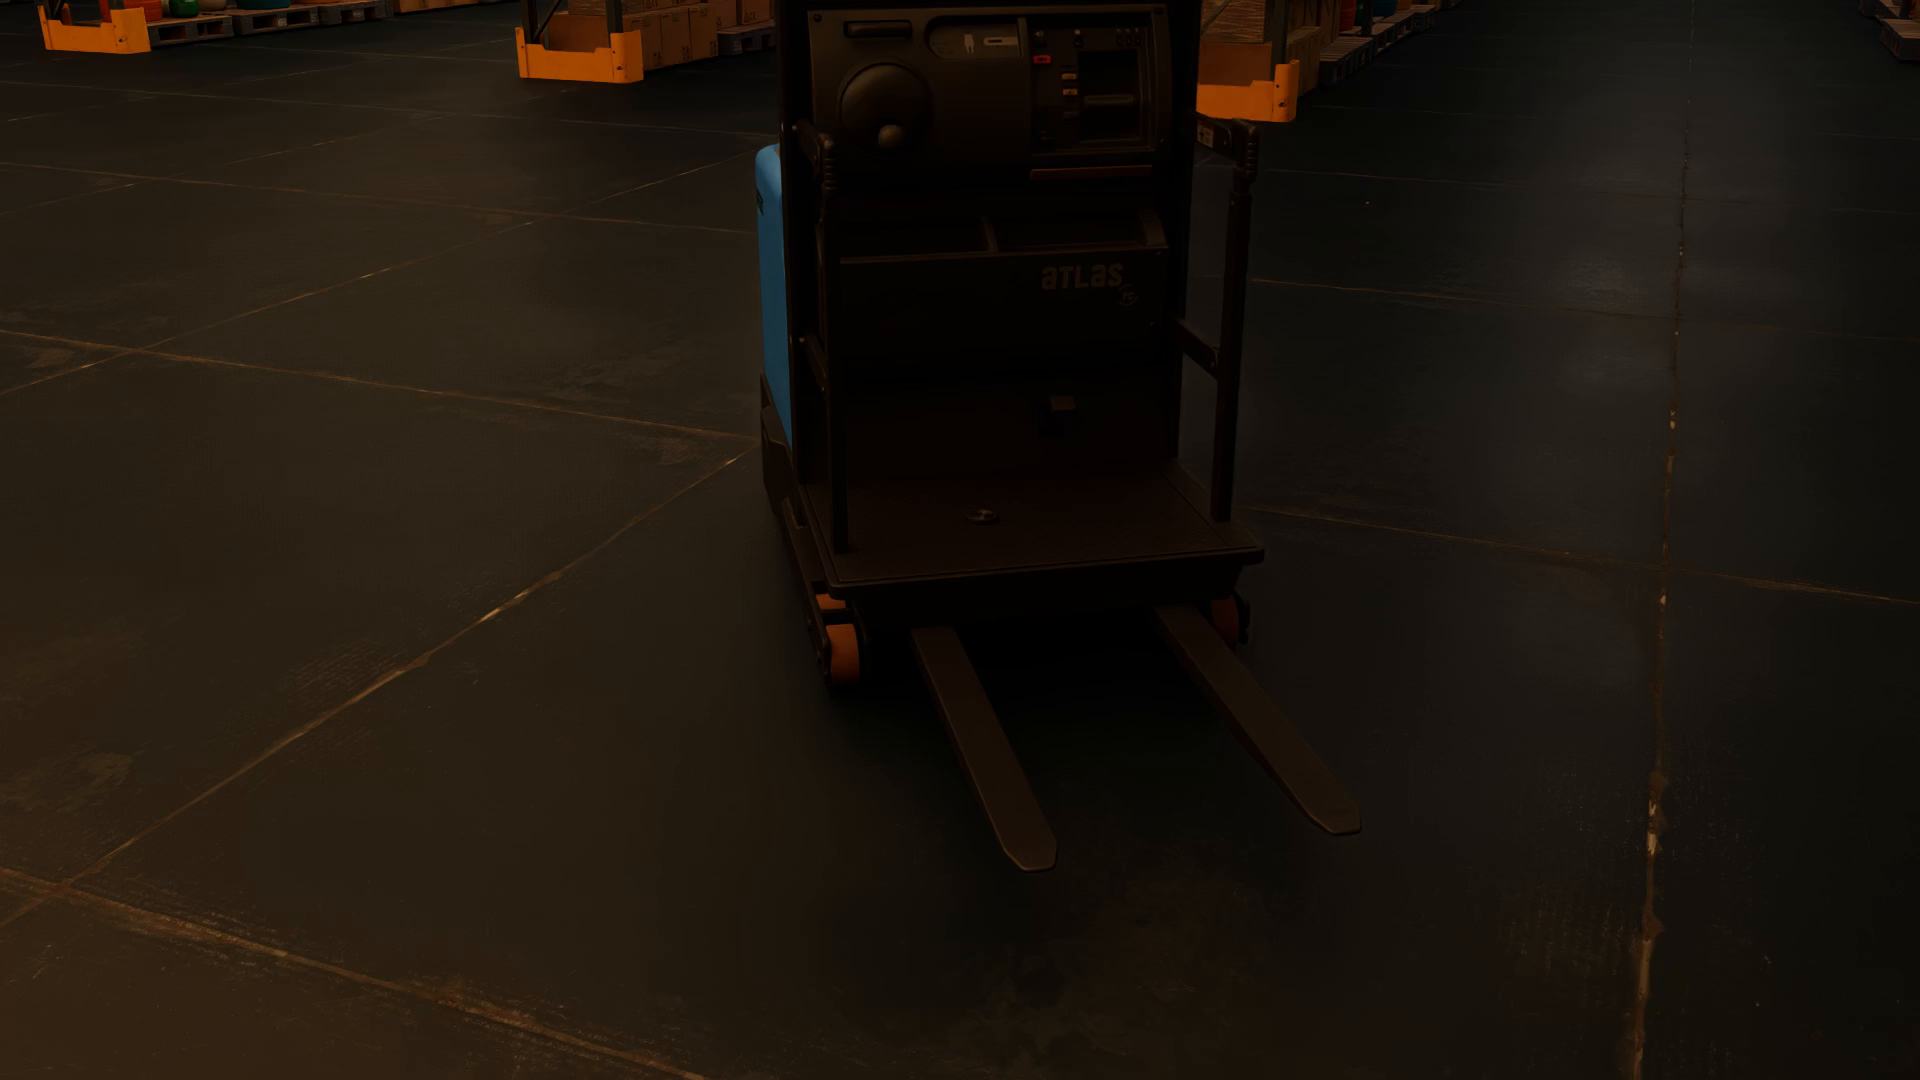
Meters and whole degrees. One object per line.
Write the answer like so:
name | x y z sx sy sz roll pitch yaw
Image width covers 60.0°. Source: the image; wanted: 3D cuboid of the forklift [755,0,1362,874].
forklift | 0.131 -1.135 4.008 1.130 2.935 3.031 -5 23 -11
